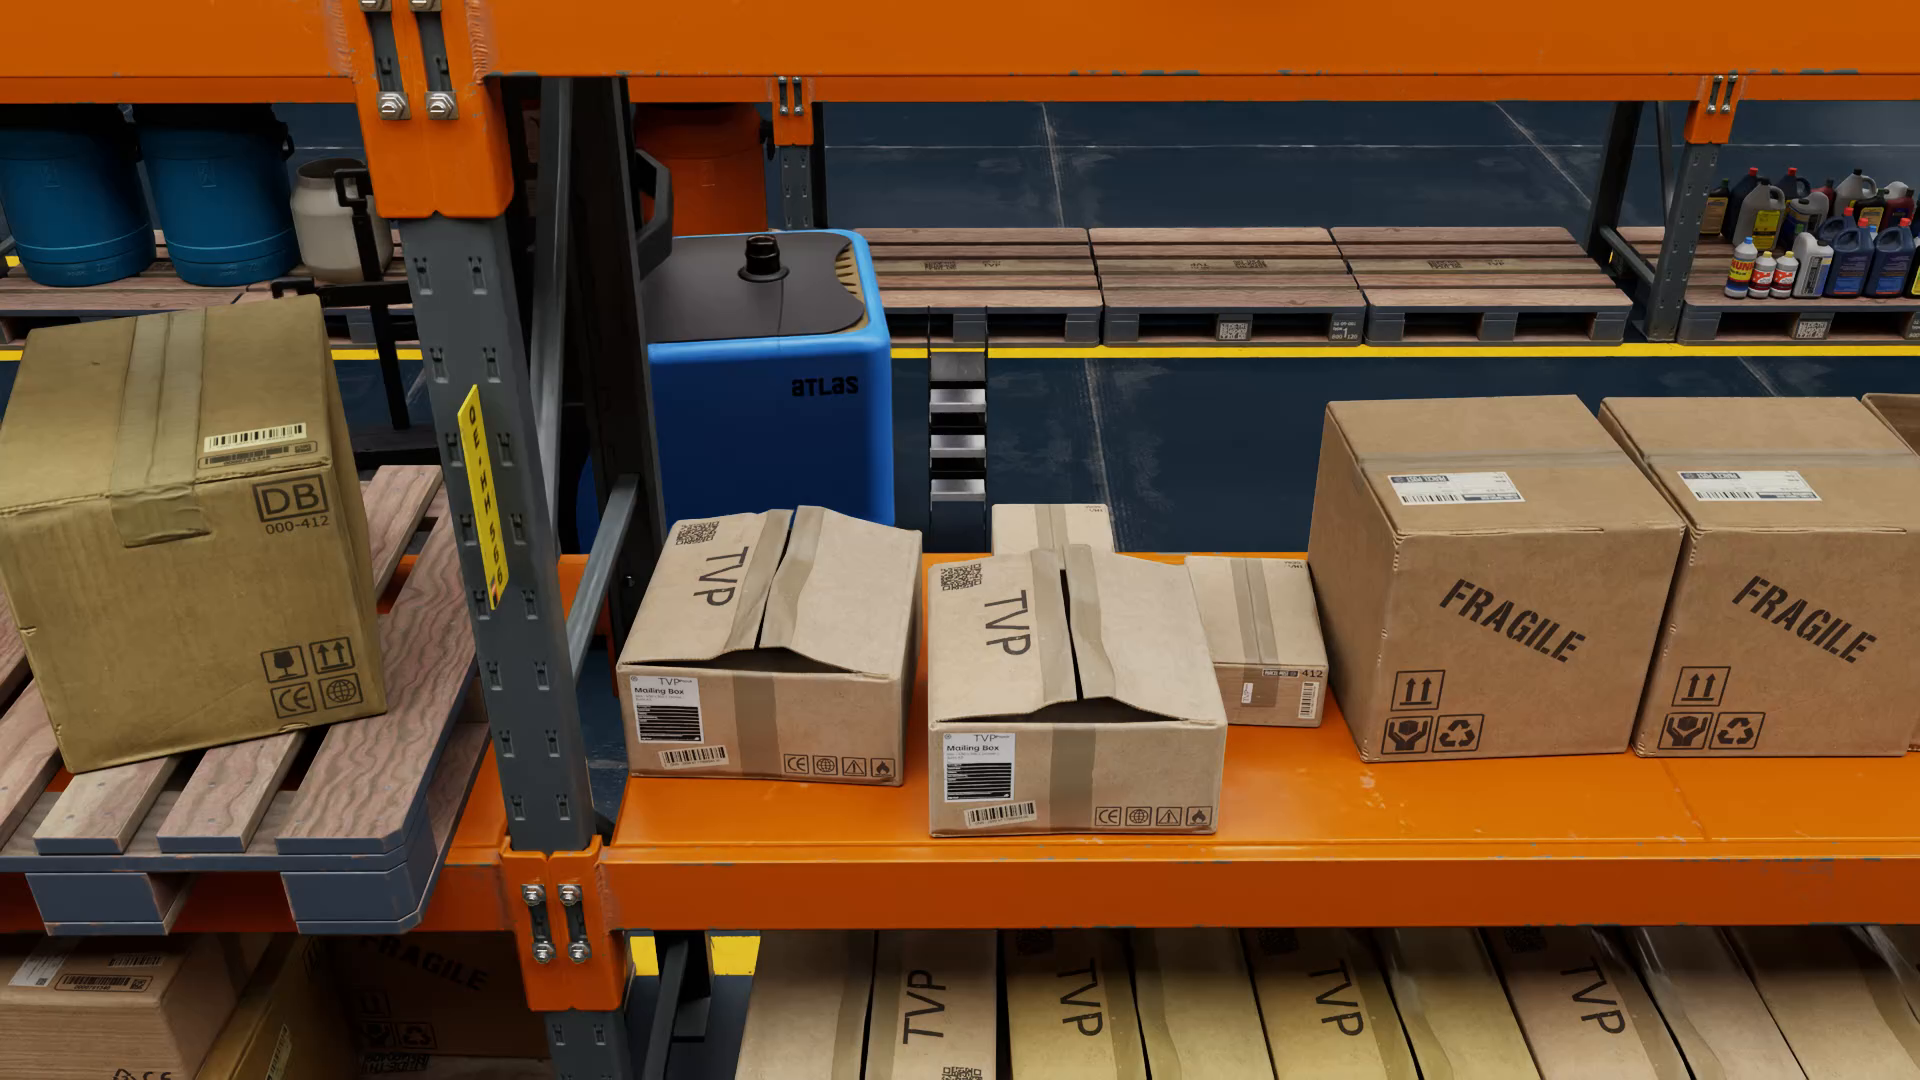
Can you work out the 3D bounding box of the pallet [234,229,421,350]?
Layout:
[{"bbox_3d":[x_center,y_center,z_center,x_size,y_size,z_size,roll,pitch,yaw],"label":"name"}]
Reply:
[{"bbox_3d":[-2.734,-1.231,8.075,1.213,0.211,1.003,0,31,0],"label":"pallet"}]

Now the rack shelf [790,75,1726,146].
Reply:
[{"bbox_3d":[1.271,-2.148,7.592,4.000,0.370,1.077,0,31,0],"label":"rack shelf"}]

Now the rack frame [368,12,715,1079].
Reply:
[{"bbox_3d":[-0.703,0.120,3.161,0.127,3.000,1.000,0,31,0],"label":"rack frame"}]

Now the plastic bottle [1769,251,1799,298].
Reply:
[{"bbox_3d":[3.795,-1.228,7.656,0.097,0.201,0.097,0,31,0],"label":"plastic bottle"}]

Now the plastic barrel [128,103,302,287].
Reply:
[{"bbox_3d":[-3.477,-1.714,7.802,0.708,0.901,0.600,0,31,0],"label":"plastic barrel"}]

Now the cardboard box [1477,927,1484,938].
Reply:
[{"bbox_3d":[1.345,0.741,3.842,0.500,0.311,0.500,1,31,1],"label":"cardboard box"}]

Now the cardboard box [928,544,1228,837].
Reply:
[{"bbox_3d":[0.193,0.256,3.023,0.500,0.311,0.500,-1,31,-1],"label":"cardboard box"}]

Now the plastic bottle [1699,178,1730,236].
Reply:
[{"bbox_3d":[3.750,-1.661,8.291,0.133,0.283,0.061,1,31,2],"label":"plastic bottle"}]

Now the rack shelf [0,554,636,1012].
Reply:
[{"bbox_3d":[-2.703,0.434,3.337,4.000,0.370,1.077,0,31,0],"label":"rack shelf"}]

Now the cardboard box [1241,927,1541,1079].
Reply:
[{"bbox_3d":[0.858,1.020,3.382,0.500,0.311,0.500,-1,31,-2],"label":"cardboard box"}]

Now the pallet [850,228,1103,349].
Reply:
[{"bbox_3d":[0.046,-1.240,8.090,1.213,0.211,1.003,0,31,0],"label":"pallet"}]

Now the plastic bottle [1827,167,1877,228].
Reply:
[{"bbox_3d":[4.428,-1.671,8.242,0.185,0.351,0.144,0,31,-1],"label":"plastic bottle"}]

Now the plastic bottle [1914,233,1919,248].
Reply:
[{"bbox_3d":[4.416,-1.291,7.693,0.097,0.271,0.097,0,31,0],"label":"plastic bottle"}]

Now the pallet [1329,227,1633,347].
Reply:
[{"bbox_3d":[2.486,-1.247,8.102,1.213,0.211,1.003,0,31,0],"label":"pallet"}]

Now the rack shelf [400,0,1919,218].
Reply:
[{"bbox_3d":[1.297,-0.861,2.580,4.000,0.370,1.077,0,31,0],"label":"rack shelf"}]

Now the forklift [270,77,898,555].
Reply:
[{"bbox_3d":[-1.768,-1.130,5.287,3.031,2.935,1.130,-4,31,-7],"label":"forklift"}]

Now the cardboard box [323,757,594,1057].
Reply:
[{"bbox_3d":[-1.160,0.854,3.937,0.500,0.500,0.500,1,31,2],"label":"cardboard box"}]

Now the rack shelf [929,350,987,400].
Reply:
[{"bbox_3d":[-0.008,-0.587,5.894,0.200,0.077,0.258,0,31,0],"label":"rack shelf"}]

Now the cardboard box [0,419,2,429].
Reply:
[{"bbox_3d":[-2.248,-0.138,3.085,0.500,0.500,0.700,6,32,9],"label":"cardboard box"}]

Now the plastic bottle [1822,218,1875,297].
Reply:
[{"bbox_3d":[4.080,-1.305,7.639,0.185,0.351,0.144,1,31,1],"label":"plastic bottle"}]

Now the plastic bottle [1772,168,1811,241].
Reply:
[{"bbox_3d":[4.105,-1.670,8.240,0.185,0.351,0.144,-2,31,-3],"label":"plastic bottle"}]

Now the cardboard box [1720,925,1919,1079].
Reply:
[{"bbox_3d":[1.874,1.019,3.384,0.500,0.311,0.500,0,31,0],"label":"cardboard box"}]

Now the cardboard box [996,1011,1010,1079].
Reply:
[{"bbox_3d":[0.325,1.265,3.520,0.500,0.250,0.500,-1,31,-2],"label":"cardboard box"}]

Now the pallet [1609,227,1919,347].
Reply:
[{"bbox_3d":[3.943,-1.250,8.107,1.213,0.211,1.003,0,31,0],"label":"pallet"}]

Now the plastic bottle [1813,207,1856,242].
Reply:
[{"bbox_3d":[4.080,-1.380,7.762,0.185,0.351,0.144,0,31,0],"label":"plastic bottle"}]

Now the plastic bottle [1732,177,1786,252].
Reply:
[{"bbox_3d":[3.914,-1.594,8.116,0.185,0.351,0.144,0,31,0],"label":"plastic bottle"}]

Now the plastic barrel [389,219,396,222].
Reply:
[{"bbox_3d":[-2.348,-1.584,7.889,0.708,0.588,0.600,0,31,0],"label":"plastic barrel"}]

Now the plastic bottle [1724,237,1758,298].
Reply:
[{"bbox_3d":[3.592,-1.257,7.637,0.097,0.271,0.097,0,31,0],"label":"plastic bottle"}]

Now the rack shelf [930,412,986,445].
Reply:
[{"bbox_3d":[-0.008,-0.433,5.987,0.200,0.077,0.258,0,31,0],"label":"rack shelf"}]

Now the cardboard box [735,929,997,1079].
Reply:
[{"bbox_3d":[-0.177,1.027,3.371,0.500,0.311,0.500,1,31,1],"label":"cardboard box"}]

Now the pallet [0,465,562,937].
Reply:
[{"bbox_3d":[-1.380,0.240,3.147,1.003,0.211,1.213,0,31,0],"label":"pallet"}]

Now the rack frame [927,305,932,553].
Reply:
[{"bbox_3d":[-0.110,-0.384,6.016,0.006,0.900,0.240,0,31,0],"label":"rack frame"}]

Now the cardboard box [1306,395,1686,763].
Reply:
[{"bbox_3d":[0.975,0.063,3.157,0.500,0.500,0.500,-2,31,-3],"label":"cardboard box"}]

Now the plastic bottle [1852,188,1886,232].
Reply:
[{"bbox_3d":[4.454,-1.589,8.171,0.133,0.283,0.061,0,31,0],"label":"plastic bottle"}]

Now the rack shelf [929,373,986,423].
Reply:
[{"bbox_3d":[-0.008,-0.510,5.940,0.200,0.077,0.258,0,31,0],"label":"rack shelf"}]

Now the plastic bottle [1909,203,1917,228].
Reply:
[{"bbox_3d":[4.708,-1.620,8.302,0.097,0.201,0.097,0,31,0],"label":"plastic bottle"}]

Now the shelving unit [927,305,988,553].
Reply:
[{"bbox_3d":[-0.008,-0.385,6.017,0.210,0.900,0.258,0,31,0],"label":"shelving unit"}]

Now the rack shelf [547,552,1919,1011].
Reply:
[{"bbox_3d":[1.297,0.421,3.358,4.000,0.370,1.077,0,31,0],"label":"rack shelf"}]

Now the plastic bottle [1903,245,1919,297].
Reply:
[{"bbox_3d":[4.435,-1.256,7.622,0.133,0.283,0.061,1,31,2],"label":"plastic bottle"}]

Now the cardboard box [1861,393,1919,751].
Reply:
[{"bbox_3d":[2.002,0.060,3.163,0.500,0.500,0.500,2,31,3],"label":"cardboard box"}]

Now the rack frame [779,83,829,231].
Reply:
[{"bbox_3d":[-0.729,-2.449,7.395,0.127,3.000,1.000,0,31,0],"label":"rack frame"}]
